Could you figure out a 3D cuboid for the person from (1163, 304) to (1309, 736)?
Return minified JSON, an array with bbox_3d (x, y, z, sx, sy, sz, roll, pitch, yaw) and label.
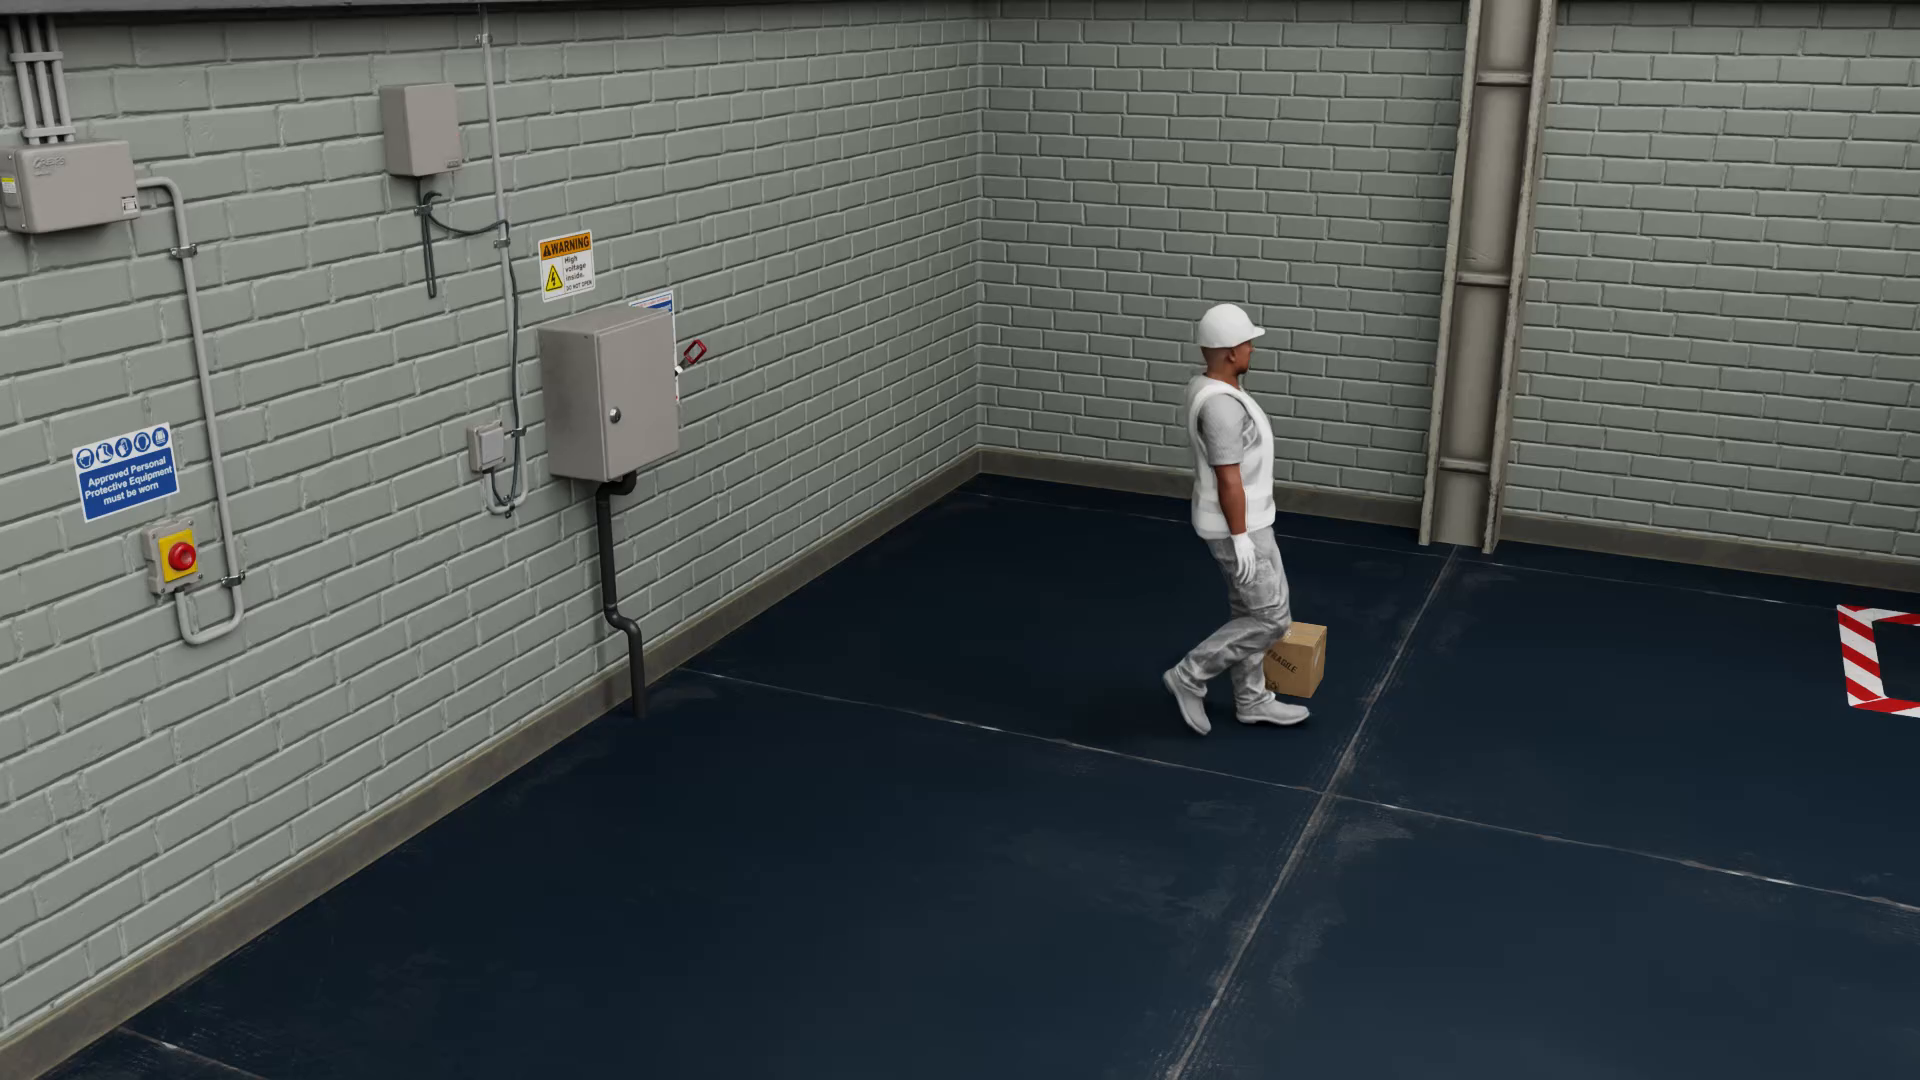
[{"bbox_3d":[1.155,-0.065,6.700,0.634,1.772,0.592,1,19,3],"label":"person"}]
